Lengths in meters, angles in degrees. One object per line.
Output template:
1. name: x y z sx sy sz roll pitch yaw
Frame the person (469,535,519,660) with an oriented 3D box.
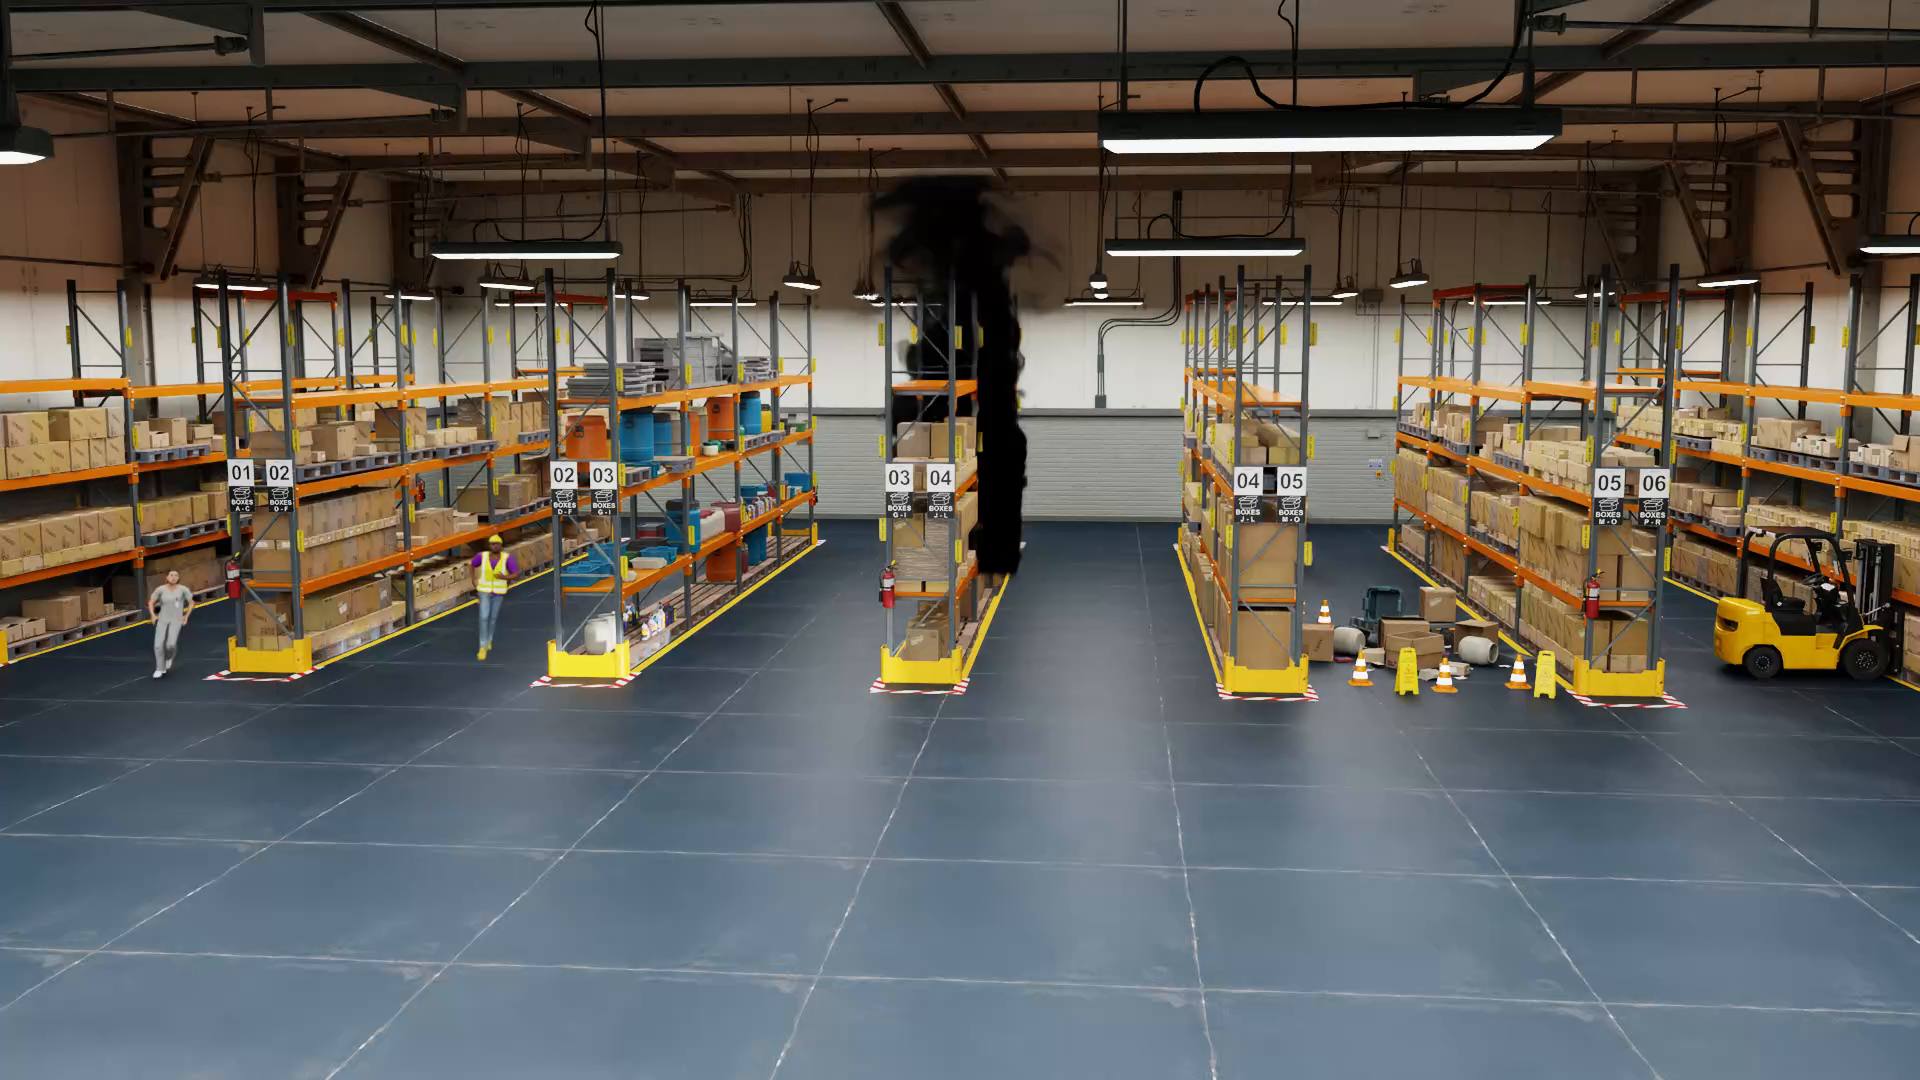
1. person: -6.990 0.827 25.005 0.699 1.834 0.733 -2 7 -19

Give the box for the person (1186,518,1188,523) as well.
1. person: 5.797 -0.763 40.764 0.698 1.785 0.808 0 7 4

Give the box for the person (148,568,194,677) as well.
1. person: -11.720 1.218 24.712 0.616 1.617 0.527 -2 7 -16
